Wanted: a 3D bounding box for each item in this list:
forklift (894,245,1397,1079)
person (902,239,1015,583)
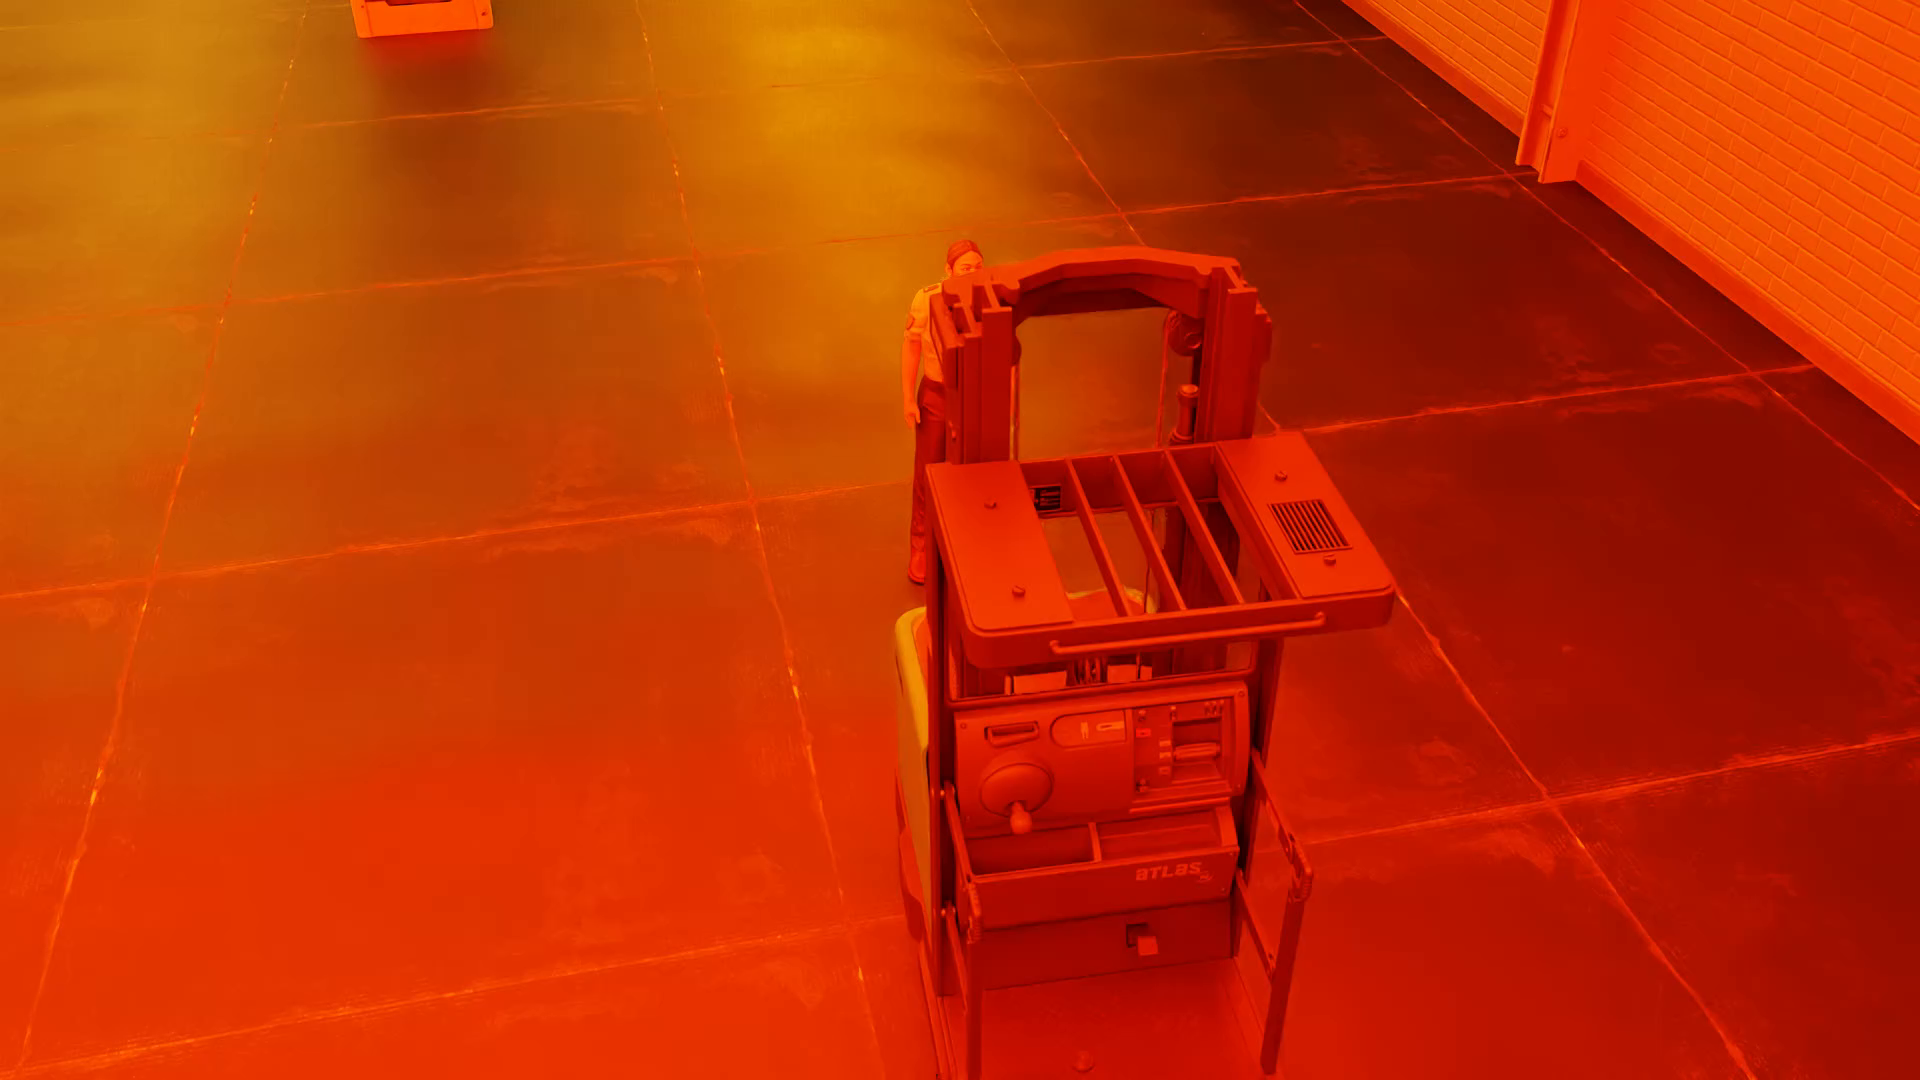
[{"bbox_3d":[0.486,0.747,5.012,1.130,2.935,3.031,-6,36,-8],"label":"forklift"},{"bbox_3d":[-0.002,-0.617,8.001,0.598,1.643,0.502,-8,36,-11],"label":"person"}]
